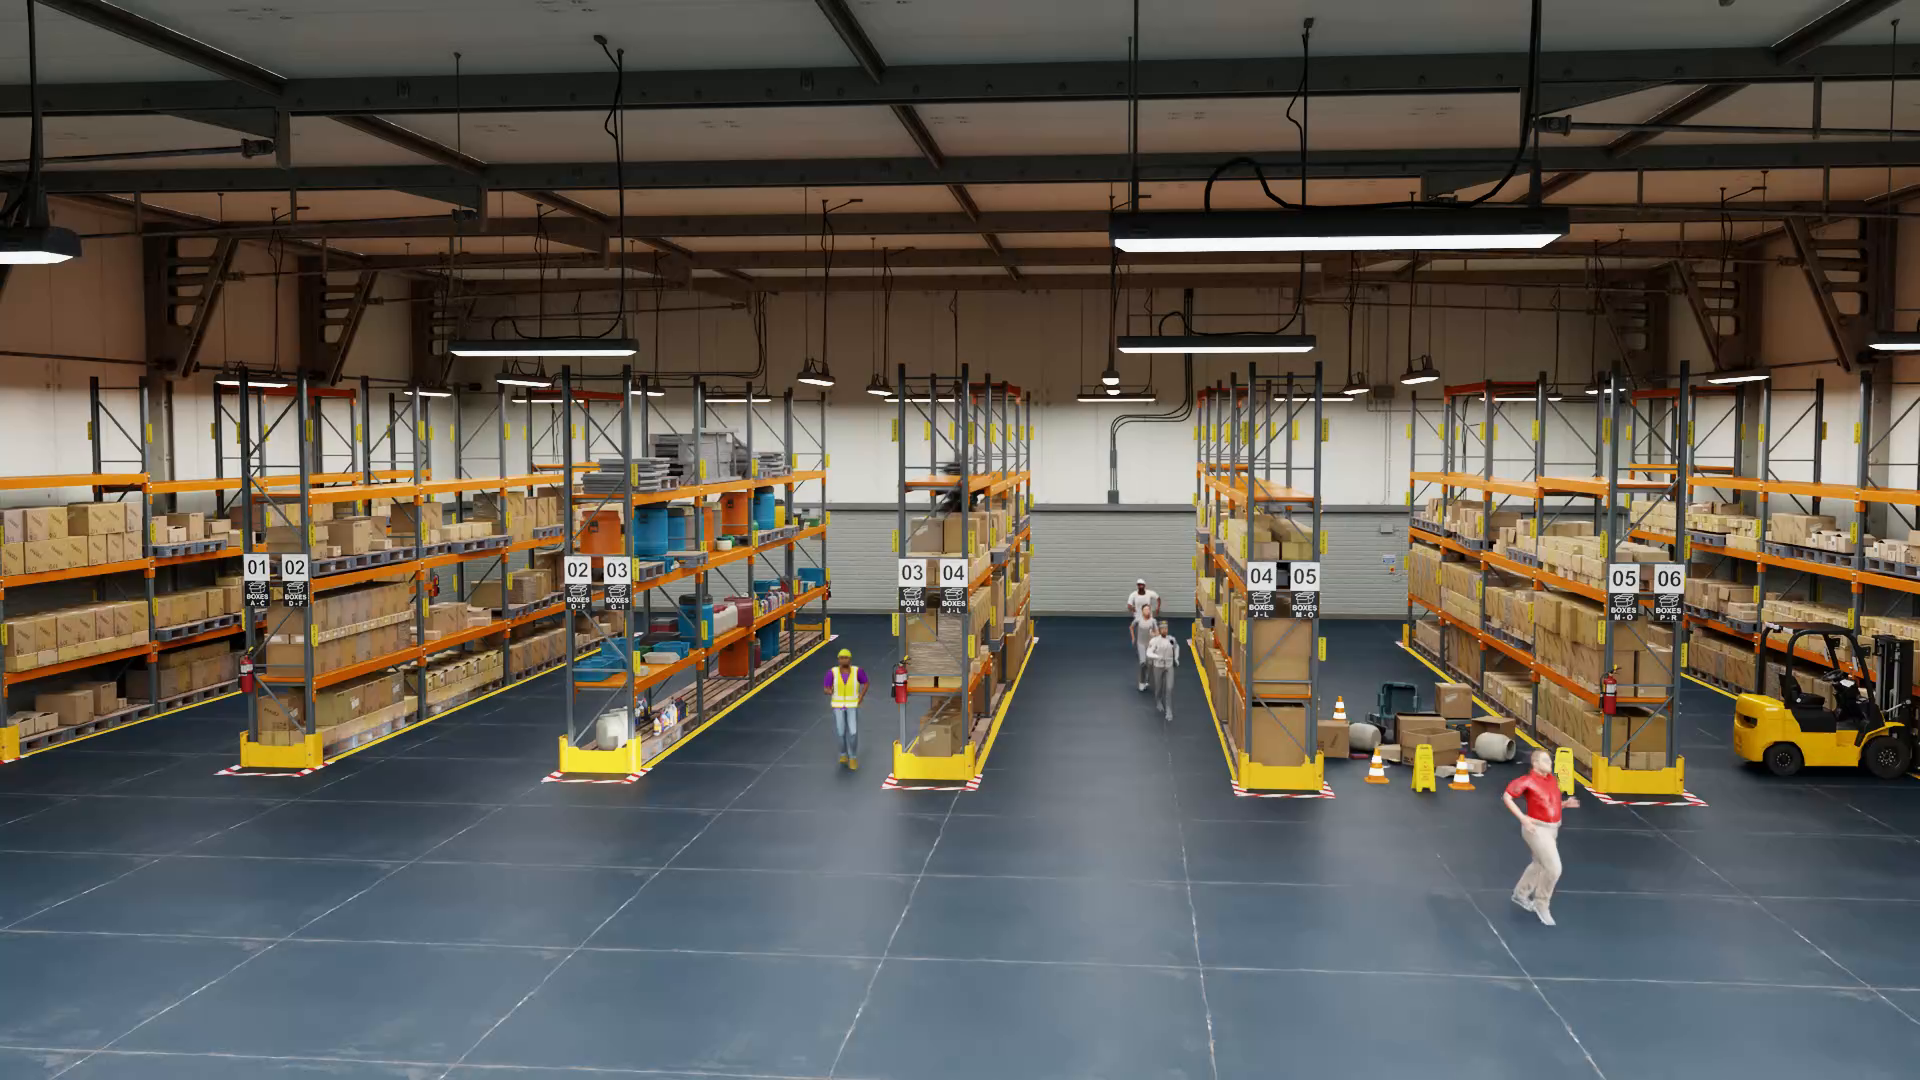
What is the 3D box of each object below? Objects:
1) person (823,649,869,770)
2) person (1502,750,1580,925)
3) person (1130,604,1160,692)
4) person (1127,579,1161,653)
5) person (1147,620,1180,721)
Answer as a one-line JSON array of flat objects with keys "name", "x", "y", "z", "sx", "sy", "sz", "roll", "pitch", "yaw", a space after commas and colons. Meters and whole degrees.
[{"name": "person", "x": -1.717, "y": 2.540, "z": 24.845, "sx": 0.677, "sy": 1.826, "sz": 0.677, "roll": 0, "pitch": 4, "yaw": 1}, {"name": "person", "x": 6.004, "y": 3.057, "z": 17.119, "sx": 0.637, "sy": 1.790, "sz": 0.714, "roll": -4, "pitch": 5, "yaw": -44}, {"name": "person", "x": 3.612, "y": 2.044, "z": 32.395, "sx": 0.533, "sy": 1.608, "sz": 0.712, "roll": 0, "pitch": 4, "yaw": -4}, {"name": "person", "x": 4.117, "y": 1.725, "z": 37.313, "sx": 0.719, "sy": 1.710, "sz": 0.807, "roll": 1, "pitch": 4, "yaw": 14}, {"name": "person", "x": 3.583, "y": 2.258, "z": 29.250, "sx": 0.609, "sy": 1.706, "sz": 0.892, "roll": 0, "pitch": 4, "yaw": 0}]
